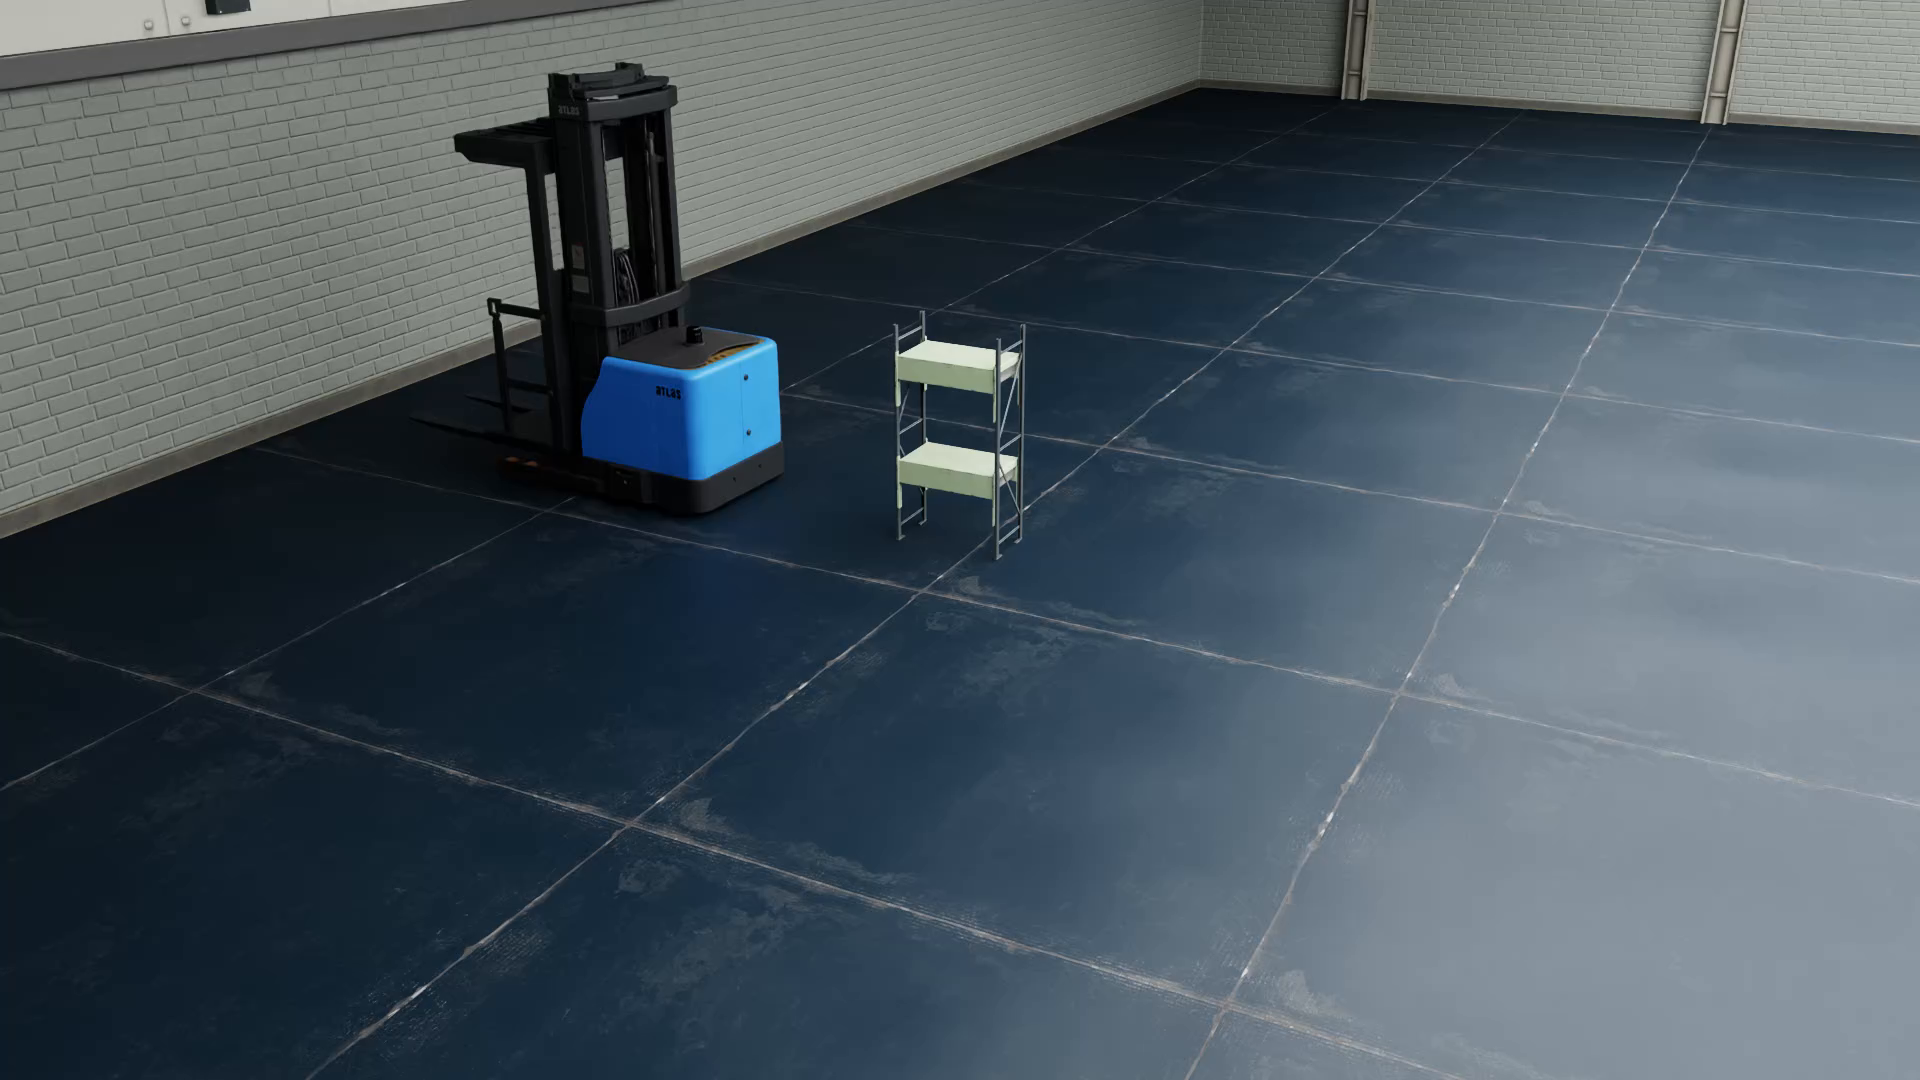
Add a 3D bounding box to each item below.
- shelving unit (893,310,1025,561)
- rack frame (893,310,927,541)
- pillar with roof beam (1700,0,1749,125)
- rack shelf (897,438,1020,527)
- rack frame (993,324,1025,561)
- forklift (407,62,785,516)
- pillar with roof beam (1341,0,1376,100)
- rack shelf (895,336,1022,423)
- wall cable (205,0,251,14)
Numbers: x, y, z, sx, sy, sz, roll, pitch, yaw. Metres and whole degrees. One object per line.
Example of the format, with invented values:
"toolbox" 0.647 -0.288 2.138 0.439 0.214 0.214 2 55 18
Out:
"shelving unit" -0.006 -0.691 10.959 0.755 1.500 0.431 11 25 25
"rack frame" -0.333 -0.756 11.111 0.023 1.500 0.400 11 25 25
"pillar with roof beam" 10.505 -9.530 22.161 0.400 9.000 9.100 11 25 25
"rack shelf" -0.006 -0.391 11.087 0.720 0.370 0.431 11 25 25
"rack frame" 0.321 -0.627 10.807 0.023 1.500 0.400 11 25 25
"forklift" -2.829 -1.924 12.030 3.031 2.935 1.130 13 26 27
"pillar with roof beam" 5.150 -10.590 24.652 0.400 9.000 9.100 11 25 25
"rack shelf" -0.006 -1.050 10.807 0.720 0.370 0.431 11 25 25
"wall cable" -4.855 -6.951 11.752 0.169 6.003 2.305 11 25 25
